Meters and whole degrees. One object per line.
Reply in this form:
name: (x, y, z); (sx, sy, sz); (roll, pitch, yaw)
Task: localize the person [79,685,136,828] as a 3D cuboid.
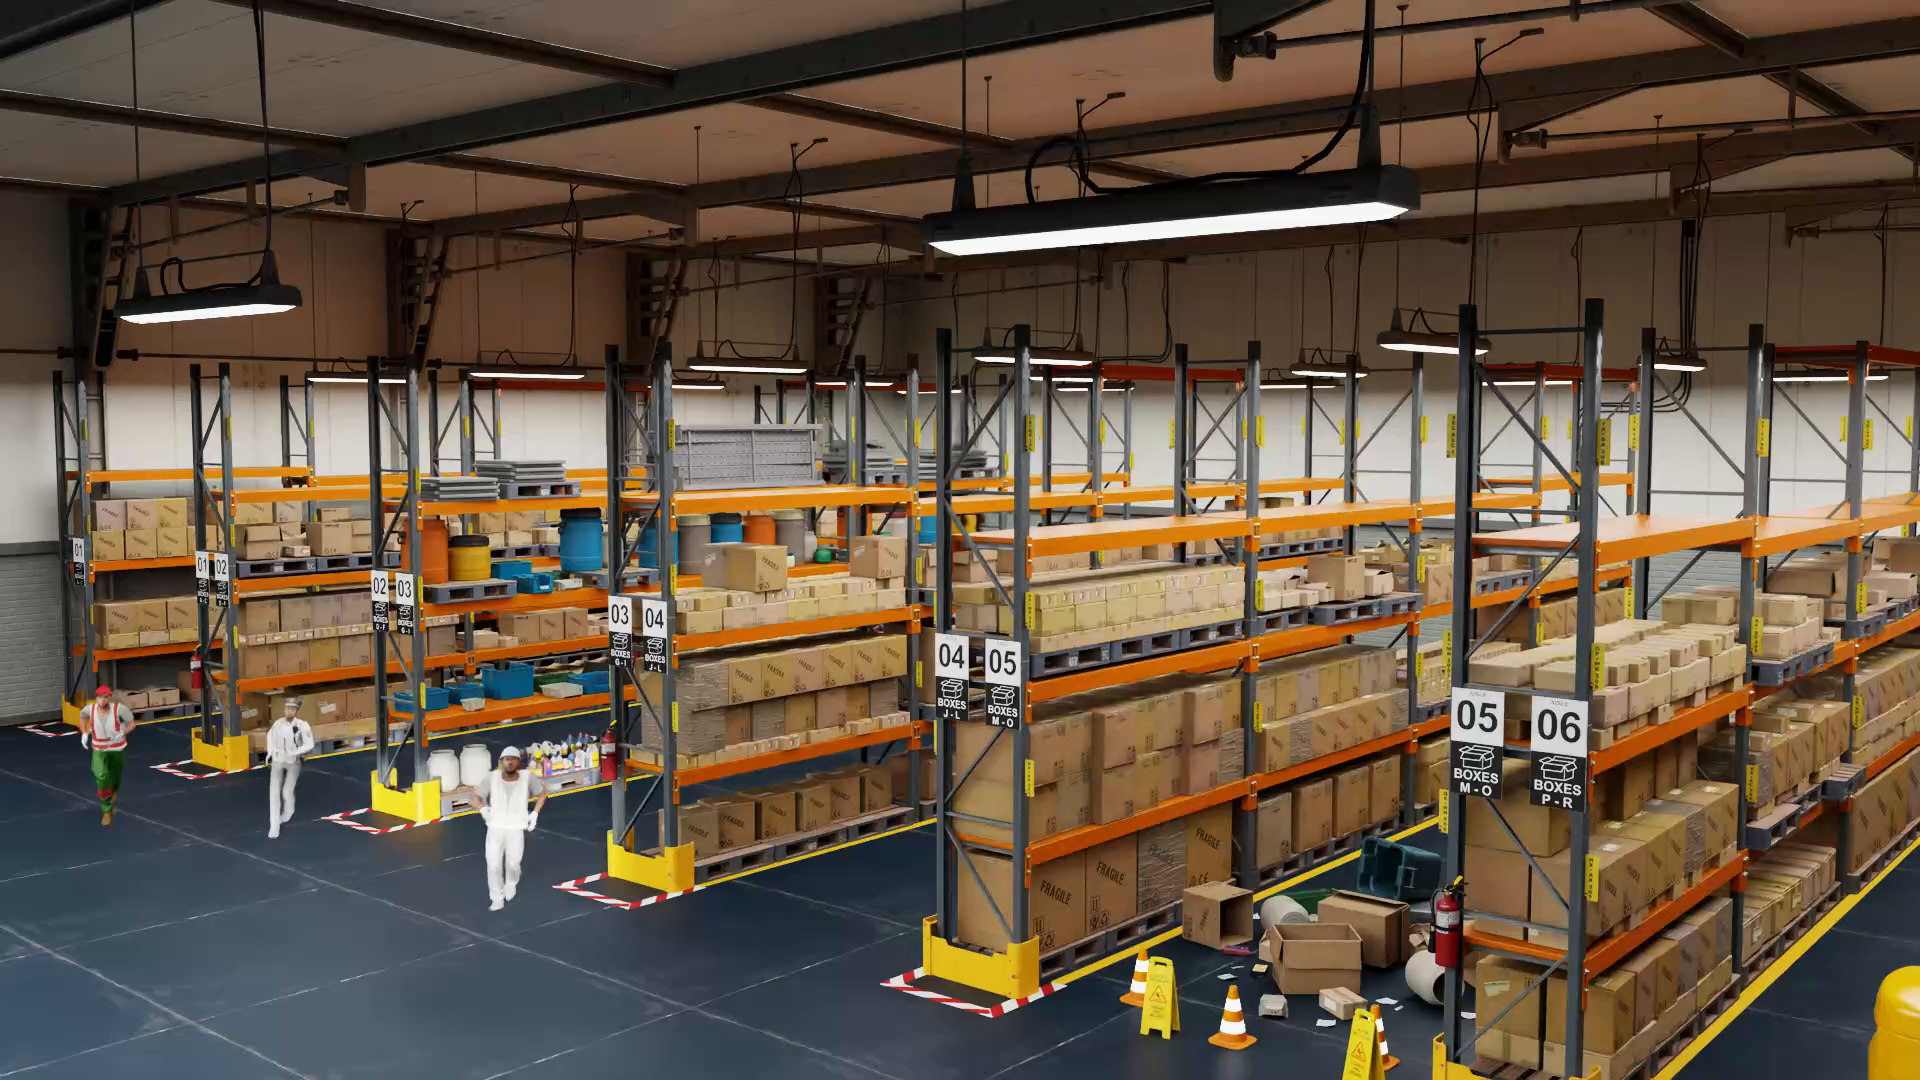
person: (-11.041, 2.731, 21.560); (0.660, 1.780, 1.130); (-2, 5, -26)

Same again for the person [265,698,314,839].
person: (-8.429, 2.815, 20.877); (0.616, 1.688, 0.864); (-1, 4, -8)

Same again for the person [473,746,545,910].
person: (-4.762, 3.034, 17.549); (0.726, 1.723, 0.619); (-1, 4, -8)
